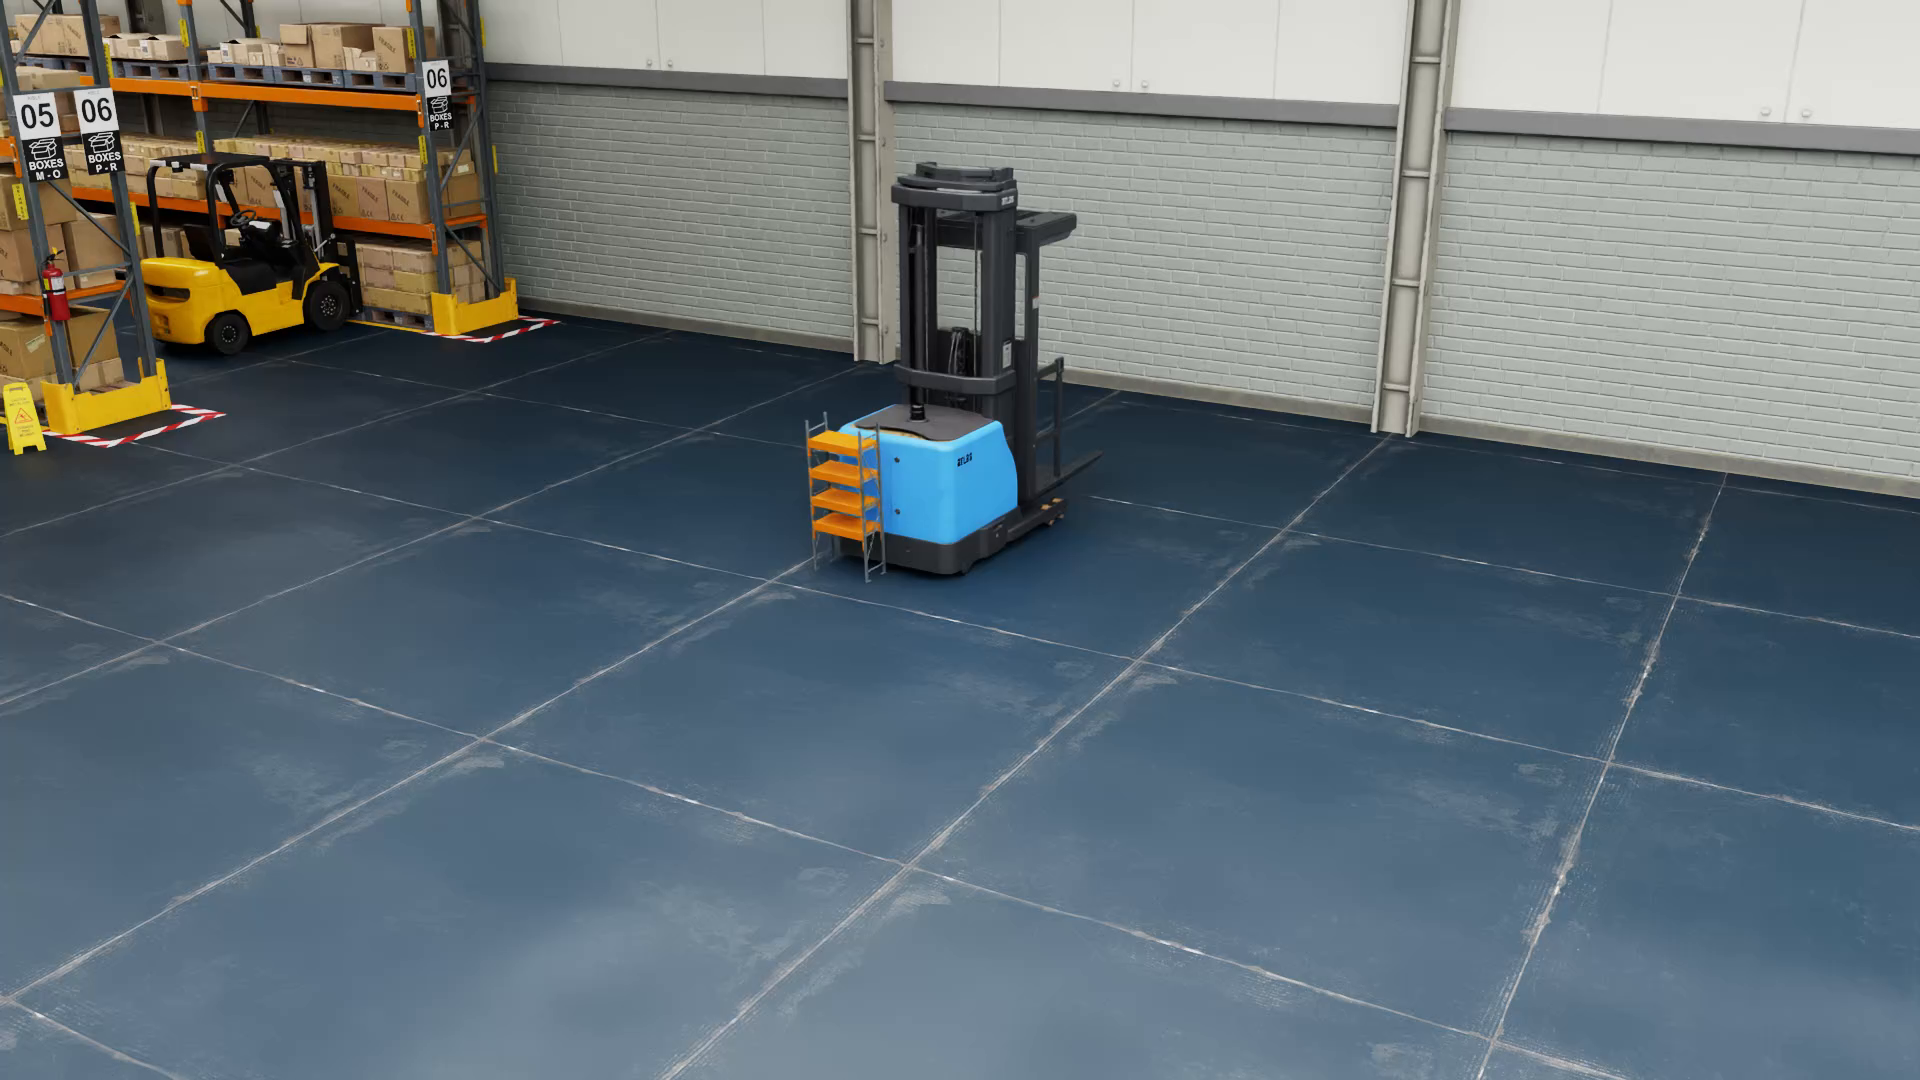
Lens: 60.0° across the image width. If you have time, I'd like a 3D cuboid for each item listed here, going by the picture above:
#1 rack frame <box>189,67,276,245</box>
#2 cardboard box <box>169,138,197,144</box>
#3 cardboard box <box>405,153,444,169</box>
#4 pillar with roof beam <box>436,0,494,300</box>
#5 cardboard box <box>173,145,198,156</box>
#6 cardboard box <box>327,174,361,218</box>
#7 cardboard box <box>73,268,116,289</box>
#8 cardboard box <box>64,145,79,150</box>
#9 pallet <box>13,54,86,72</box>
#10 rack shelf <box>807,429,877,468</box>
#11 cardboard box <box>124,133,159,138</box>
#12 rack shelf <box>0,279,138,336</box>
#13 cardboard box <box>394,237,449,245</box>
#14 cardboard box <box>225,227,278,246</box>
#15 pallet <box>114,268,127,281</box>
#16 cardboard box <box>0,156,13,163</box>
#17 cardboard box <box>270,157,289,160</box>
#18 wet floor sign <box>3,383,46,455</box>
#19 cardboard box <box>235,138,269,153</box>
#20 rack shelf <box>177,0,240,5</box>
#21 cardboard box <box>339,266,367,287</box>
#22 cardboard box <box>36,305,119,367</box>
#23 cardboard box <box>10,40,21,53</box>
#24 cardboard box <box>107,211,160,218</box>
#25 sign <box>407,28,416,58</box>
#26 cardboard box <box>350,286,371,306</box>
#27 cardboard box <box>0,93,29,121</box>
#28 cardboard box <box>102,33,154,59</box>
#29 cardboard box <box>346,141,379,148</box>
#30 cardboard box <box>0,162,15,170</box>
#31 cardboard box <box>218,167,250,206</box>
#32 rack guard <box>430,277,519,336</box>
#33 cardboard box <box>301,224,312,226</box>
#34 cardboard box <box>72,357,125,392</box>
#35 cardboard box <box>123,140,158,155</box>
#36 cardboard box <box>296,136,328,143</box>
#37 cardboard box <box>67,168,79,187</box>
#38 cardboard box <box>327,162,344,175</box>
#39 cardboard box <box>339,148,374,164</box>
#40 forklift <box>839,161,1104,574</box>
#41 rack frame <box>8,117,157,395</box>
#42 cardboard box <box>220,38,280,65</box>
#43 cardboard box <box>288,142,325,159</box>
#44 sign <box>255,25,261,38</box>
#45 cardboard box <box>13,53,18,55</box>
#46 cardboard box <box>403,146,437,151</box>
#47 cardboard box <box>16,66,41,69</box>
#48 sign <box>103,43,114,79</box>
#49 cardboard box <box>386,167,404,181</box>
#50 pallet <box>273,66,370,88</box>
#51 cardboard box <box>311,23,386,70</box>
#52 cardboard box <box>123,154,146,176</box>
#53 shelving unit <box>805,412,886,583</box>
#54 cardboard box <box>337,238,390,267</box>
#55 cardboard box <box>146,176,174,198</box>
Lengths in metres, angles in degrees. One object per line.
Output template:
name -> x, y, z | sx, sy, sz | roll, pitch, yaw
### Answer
rack frame -> -9.533, -4.759, 22.086 | 0.127, 3.000, 1.000 | 11, 23, 27
cardboard box -> -10.599, -5.421, 22.812 | 0.250, 0.149, 0.380 | 11, 23, 27
cardboard box -> -6.456, -4.582, 20.065 | 0.250, 0.149, 0.380 | 11, 23, 27
pillar with roof beam -> -8.309, -6.016, 16.755 | 0.400, 9.000, 9.100 | 11, 23, 27
cardboard box -> -10.173, -5.139, 22.036 | 0.250, 0.149, 0.380 | 10, 22, 27
cardboard box -> -7.494, -4.319, 20.725 | 0.500, 0.500, 0.500 | 10, 22, 26
cardboard box -> -8.654, -2.616, 16.545 | 0.250, 0.149, 0.380 | 11, 23, 28
cardboard box -> -12.185, -5.517, 23.077 | 0.250, 0.149, 0.380 | 11, 23, 28
pallet -> -12.389, -6.659, 23.203 | 1.003, 0.211, 1.213 | 12, 23, 30
rack shelf -> -0.864, -0.682, 12.318 | 0.480, 0.148, 0.258 | 13, 26, 32
cardboard box -> -11.466, -5.607, 23.327 | 0.250, 0.149, 0.380 | 10, 22, 26
rack shelf -> -10.204, -2.610, 17.216 | 4.000, 0.370, 1.077 | 11, 23, 27
cardboard box -> -6.806, -3.687, 21.081 | 0.500, 0.250, 0.500 | 11, 23, 27
cardboard box -> -9.264, -3.960, 21.833 | 0.500, 0.250, 0.500 | 10, 22, 26
pallet -> -11.264, -3.762, 23.425 | 1.213, 0.211, 1.003 | 11, 23, 27
cardboard box -> -13.785, -5.499, 23.877 | 0.250, 0.149, 0.380 | 11, 23, 28
cardboard box -> -8.507, -4.795, 21.087 | 0.250, 0.149, 0.380 | 11, 22, 27
wet floor sign -> -8.814, -1.159, 15.613 | 0.267, 0.644, 0.232 | -16, 26, -38
cardboard box -> -9.118, -5.098, 21.486 | 0.250, 0.149, 0.380 | 11, 23, 28
rack shelf -> -11.279, -7.386, 22.171 | 4.000, 0.370, 1.077 | 11, 23, 27
cardboard box -> -7.512, -3.388, 20.989 | 0.500, 0.250, 0.500 | 10, 22, 26
cardboard box -> -9.049, -2.093, 17.053 | 0.500, 0.500, 0.500 | 10, 22, 26
cardboard box -> -12.869, -6.820, 22.950 | 0.250, 0.166, 0.380 | 11, 23, 27
cardboard box -> -11.913, -4.291, 23.663 | 0.625, 0.625, 0.875 | 12, 23, 29
sign -> -6.317, -5.724, 19.164 | 0.005, 0.325, 0.100 | 11, 23, 27
cardboard box -> -7.467, -3.154, 21.078 | 0.500, 0.250, 0.500 | 11, 23, 28
cardboard box -> -9.036, -4.100, 15.653 | 0.500, 0.250, 0.500 | 10, 22, 27
cardboard box -> -10.954, -6.547, 21.985 | 0.500, 0.311, 0.500 | 10, 22, 25
cardboard box -> -7.566, -4.971, 21.135 | 0.250, 0.149, 0.380 | 11, 23, 28
cardboard box -> -9.449, -3.379, 16.232 | 0.500, 0.500, 0.700 | 11, 23, 28
cardboard box -> -9.273, -4.654, 21.651 | 0.500, 0.500, 0.500 | 10, 22, 26
rack guard -> -6.020, -2.915, 20.667 | 0.348, 0.500, 1.175 | 11, 23, 27
cardboard box -> -8.559, -4.030, 22.026 | 0.500, 0.250, 0.500 | 10, 22, 27
cardboard box -> -9.028, -1.737, 17.171 | 0.500, 0.250, 0.500 | 11, 22, 27
cardboard box -> -11.069, -5.305, 22.494 | 0.250, 0.149, 0.380 | 11, 23, 28
cardboard box -> -8.421, -5.171, 21.686 | 0.250, 0.149, 0.380 | 10, 22, 26
cardboard box -> -12.320, -5.122, 23.307 | 0.500, 0.250, 0.500 | 10, 22, 26
cardboard box -> -7.612, -4.626, 20.621 | 0.250, 0.149, 0.380 | 11, 23, 28
cardboard box -> -7.391, -4.723, 20.454 | 0.250, 0.149, 0.380 | 11, 23, 29
forklift -> 0.243, -1.574, 13.407 | 1.130, 2.935, 3.031 | 11, 23, 28
rack frame -> -8.458, -2.615, 16.177 | 0.127, 3.000, 1.000 | 11, 23, 27
cardboard box -> -8.925, -6.161, 20.919 | 0.500, 0.311, 0.500 | 11, 23, 28
cardboard box -> -8.236, -4.919, 20.992 | 0.250, 0.149, 0.380 | 11, 23, 27
sign -> -9.263, -6.615, 21.929 | 0.005, 0.325, 0.100 | 11, 23, 27
cardboard box -> -13.591, -6.777, 23.470 | 0.500, 0.250, 0.500 | 10, 22, 26
cardboard box -> -6.679, -4.798, 20.660 | 0.250, 0.149, 0.380 | 11, 23, 28
cardboard box -> -9.268, -4.563, 16.346 | 0.250, 0.149, 0.380 | 11, 23, 27
sign -> -8.194, -4.598, 15.961 | 0.005, 0.325, 0.100 | 11, 23, 27
cardboard box -> -6.718, -4.454, 20.146 | 0.250, 0.149, 0.380 | 11, 23, 28
pallet -> -7.715, -5.790, 20.659 | 1.213, 0.211, 1.003 | 11, 23, 27
cardboard box -> -7.391, -5.996, 20.189 | 0.500, 0.500, 0.700 | 11, 23, 28
cardboard box -> -10.982, -5.099, 22.510 | 0.500, 0.250, 0.500 | 11, 23, 28
shelving unit -> -0.854, -0.319, 12.466 | 0.503, 1.200, 0.258 | 13, 26, 32
cardboard box -> -7.489, -3.617, 20.886 | 0.500, 0.250, 0.500 | 11, 23, 28
cardboard box -> -10.542, -4.776, 22.354 | 0.500, 0.250, 0.500 | 11, 22, 27
